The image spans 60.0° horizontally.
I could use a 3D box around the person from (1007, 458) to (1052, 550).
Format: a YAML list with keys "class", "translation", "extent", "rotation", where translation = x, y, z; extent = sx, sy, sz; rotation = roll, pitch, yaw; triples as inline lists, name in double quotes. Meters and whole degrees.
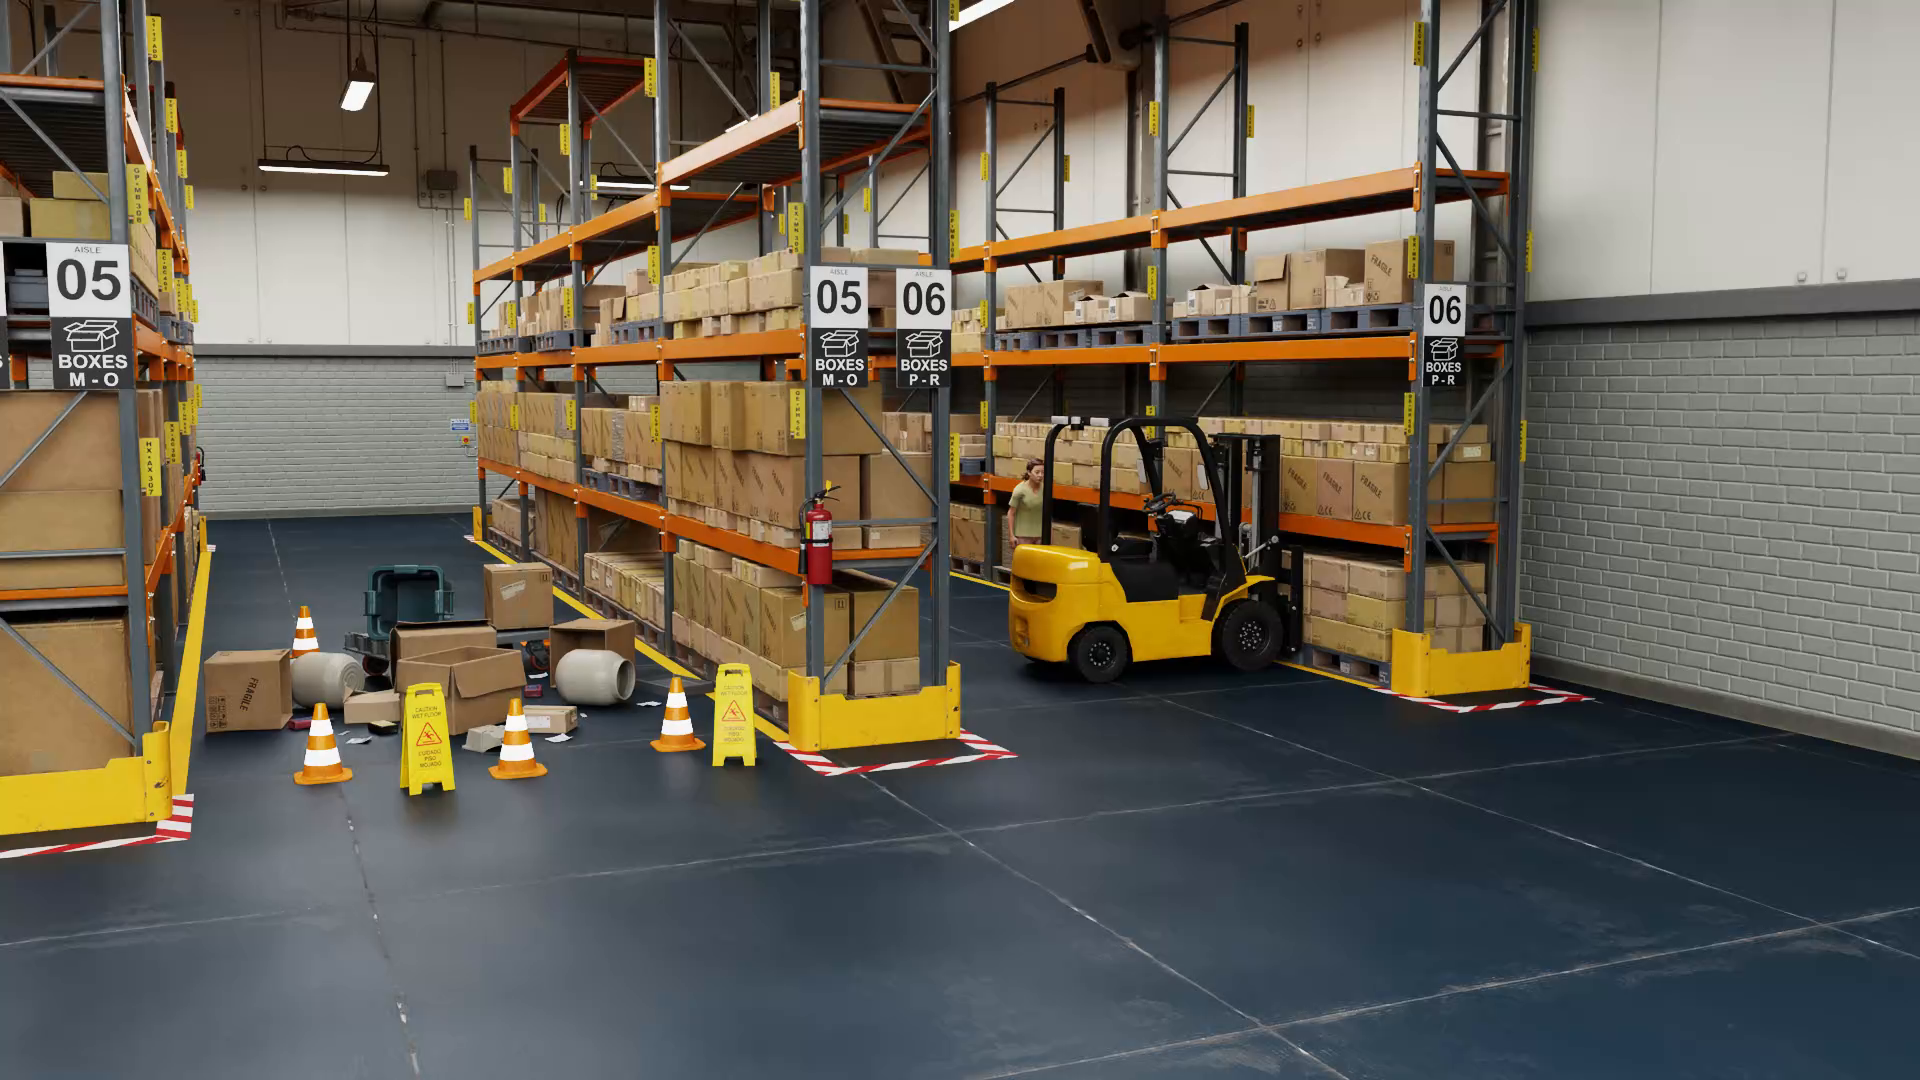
- class: "person"
  translation: [0.737, -0.010, 17.073]
  extent: [0.496, 1.672, 0.358]
  rotation: [-2, 6, -24]
